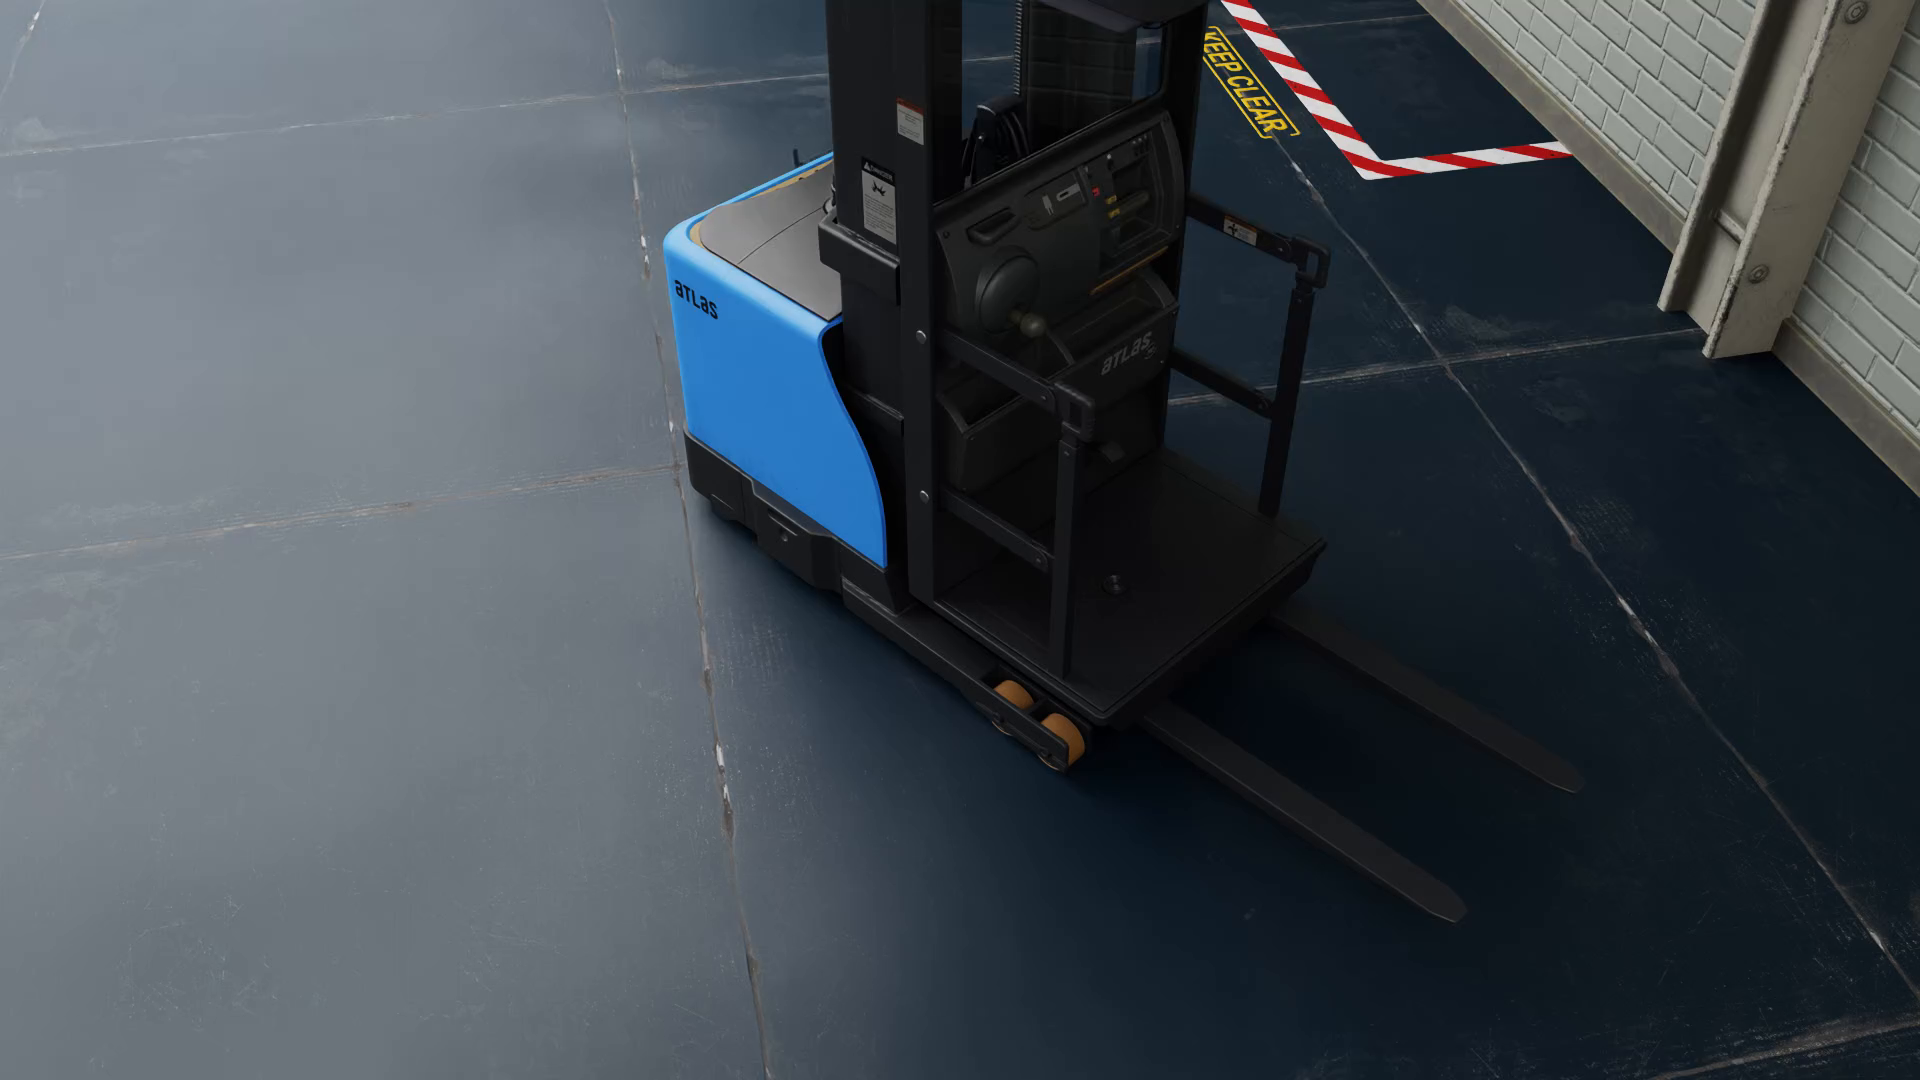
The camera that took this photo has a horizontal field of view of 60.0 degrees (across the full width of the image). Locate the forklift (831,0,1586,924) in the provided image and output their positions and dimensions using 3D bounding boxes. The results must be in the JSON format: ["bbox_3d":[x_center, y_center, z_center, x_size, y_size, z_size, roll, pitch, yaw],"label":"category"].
[{"bbox_3d":[0.437,-0.798,4.442,3.031,2.935,1.110,33,51,32],"label":"forklift"}]

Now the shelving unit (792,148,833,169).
[{"bbox_3d":[-0.412,-1.059,6.251,0.258,0.900,0.210,-33,44,-31],"label":"shelving unit"}]

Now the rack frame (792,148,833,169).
[{"bbox_3d":[-0.482,-1.099,6.313,0.240,0.900,0.006,-33,44,-31],"label":"rack frame"}]

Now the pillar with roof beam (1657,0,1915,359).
[{"bbox_3d":[-1.145,-3.612,3.041,9.100,9.000,0.400,-8,42,-9],"label":"pillar with roof beam"}]
